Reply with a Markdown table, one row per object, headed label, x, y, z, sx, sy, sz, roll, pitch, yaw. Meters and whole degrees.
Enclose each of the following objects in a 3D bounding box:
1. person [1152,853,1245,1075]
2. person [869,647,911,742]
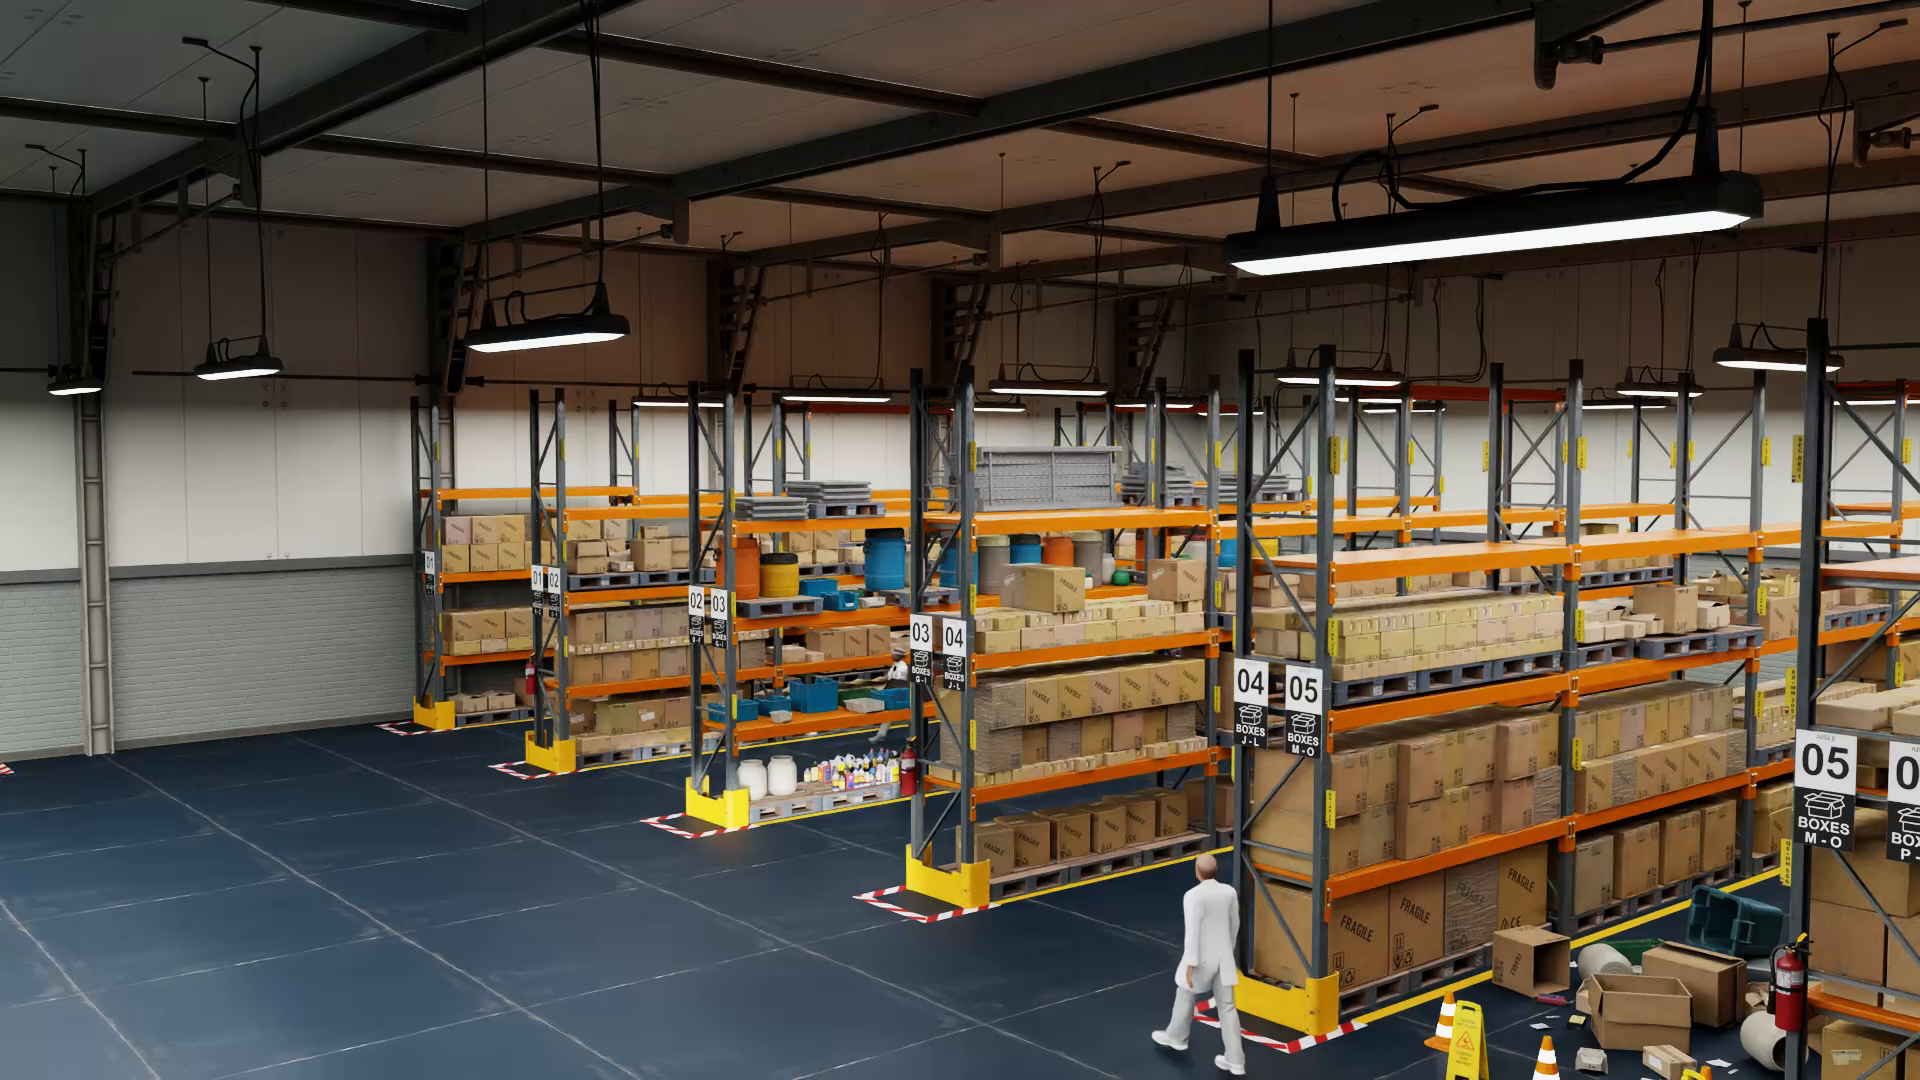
| label | x | y | z | sx | sy | sz | roll | pitch | yaw |
| --- | --- | --- | --- | --- | --- | --- | --- | --- | --- |
| person | 2.044 | 3.458 | 13.831 | 0.619 | 1.717 | 1.067 | -2 | 4 | -24 |
| person | -1.111 | 2.642 | 28.487 | 0.922 | 1.637 | 0.463 | -2 | 4 | -24 |
